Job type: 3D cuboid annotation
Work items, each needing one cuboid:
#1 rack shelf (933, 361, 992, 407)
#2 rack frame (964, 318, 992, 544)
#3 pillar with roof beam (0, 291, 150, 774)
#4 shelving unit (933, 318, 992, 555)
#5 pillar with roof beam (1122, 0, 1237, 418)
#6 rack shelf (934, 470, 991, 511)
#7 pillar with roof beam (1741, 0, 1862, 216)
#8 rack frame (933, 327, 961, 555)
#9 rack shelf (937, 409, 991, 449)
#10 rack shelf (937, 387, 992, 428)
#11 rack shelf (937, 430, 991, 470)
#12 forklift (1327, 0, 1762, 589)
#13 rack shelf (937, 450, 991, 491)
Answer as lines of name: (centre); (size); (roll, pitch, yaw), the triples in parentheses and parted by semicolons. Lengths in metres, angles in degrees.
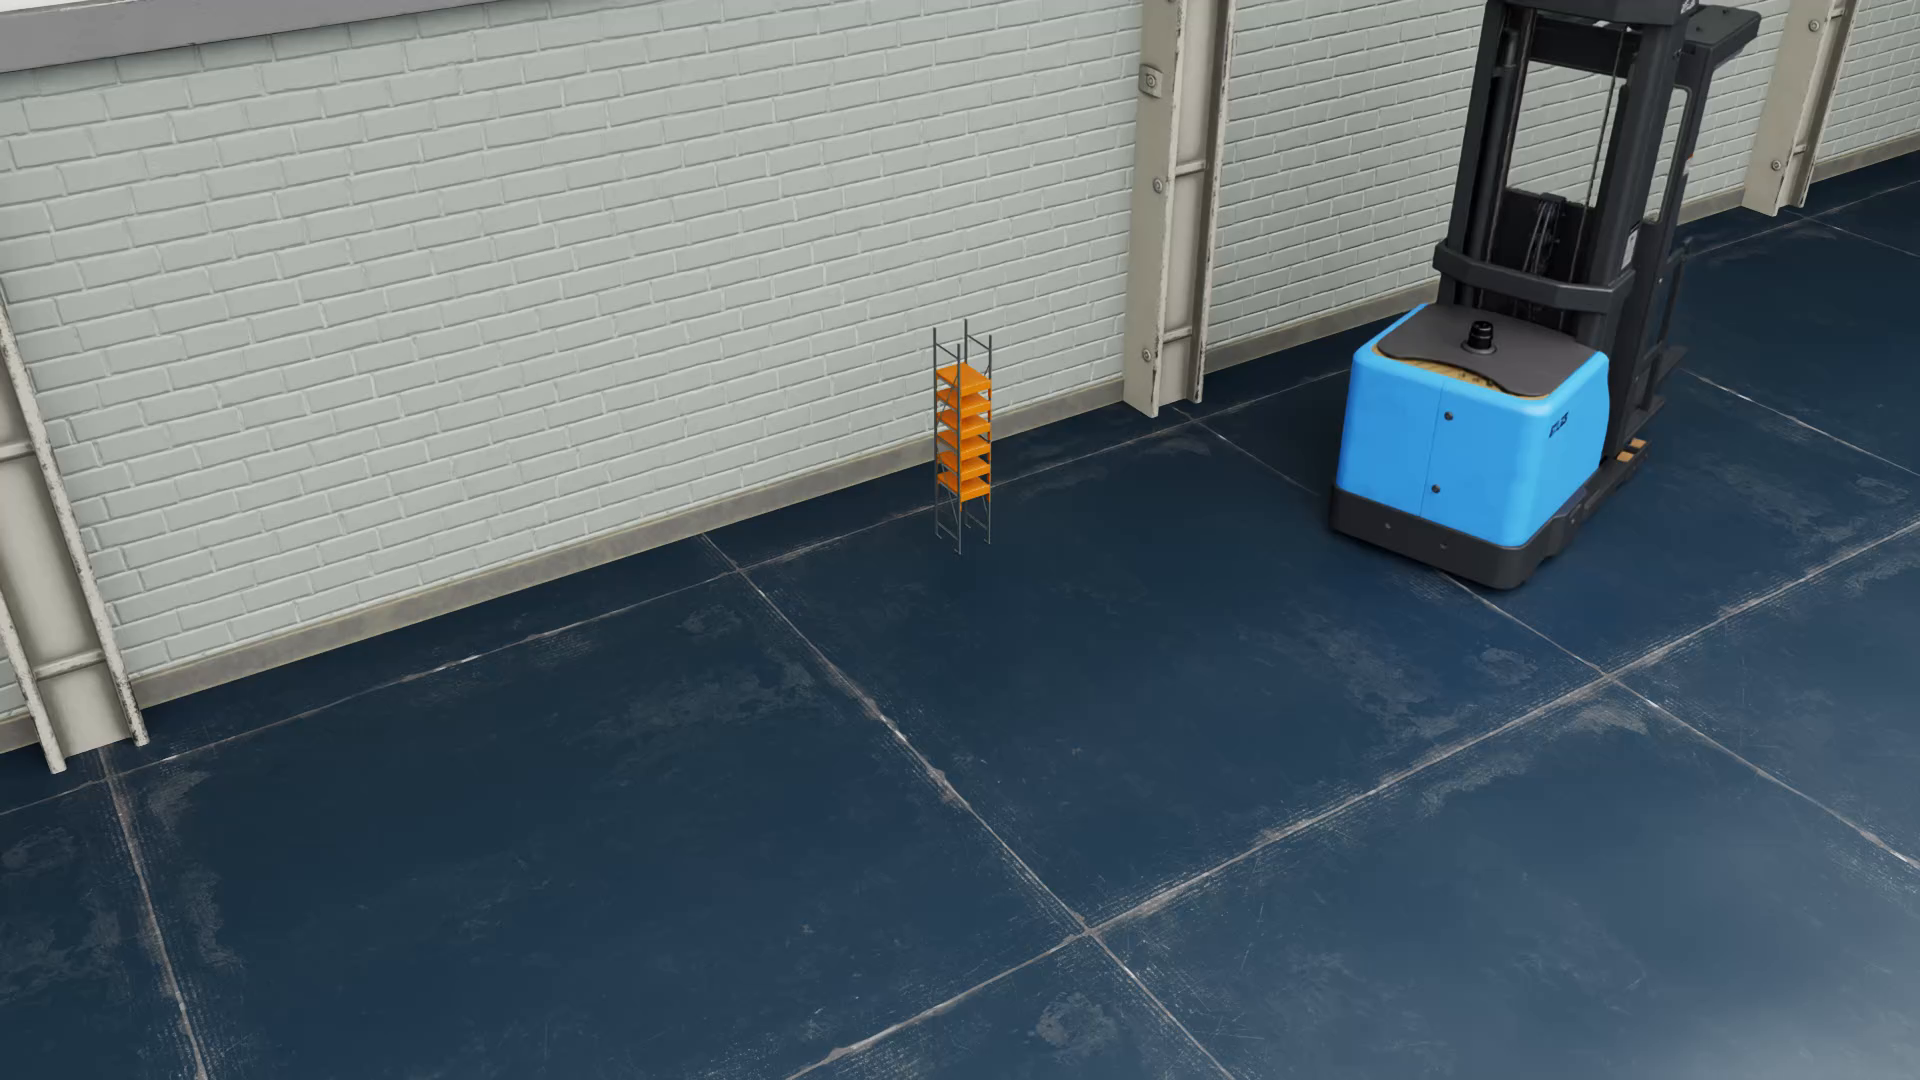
rack shelf: (0.012, -0.779, 8.268); (0.180, 0.103, 0.258); (-19, 37, -27)
rack frame: (0.089, -0.538, 8.478); (0.006, 1.200, 0.240); (-19, 37, -27)
pillar with roof beam: (-1.489, -0.994, 1.892); (0.400, 9.000, 9.100); (-19, 37, -27)
shelving unit: (0.012, -0.512, 8.437); (0.189, 1.200, 0.258); (-19, 37, -27)
pillar with roof beam: (3.554, -2.729, 4.641); (0.400, 9.000, 9.100); (-19, 37, -27)
rack shelf: (0.012, -0.271, 8.588); (0.180, 0.103, 0.258); (-19, 37, -27)
pillar with roof beam: (8.597, -4.463, 7.390); (0.400, 9.000, 9.100); (-19, 37, -27)
rack frame: (-0.065, -0.485, 8.395); (0.006, 1.200, 0.240); (-19, 37, -27)
rack shelf: (0.012, -0.576, 8.396); (0.180, 0.103, 0.258); (-19, 37, -27)
rack shelf: (0.012, -0.677, 8.332); (0.180, 0.103, 0.258); (-19, 37, -27)
rack shelf: (0.012, -0.474, 8.460); (0.180, 0.103, 0.258); (-19, 37, -27)
forklift: (3.252, -1.716, 8.723); (1.130, 2.935, 3.031); (23, 39, 32)
rack shelf: (0.012, -0.373, 8.524); (0.180, 0.103, 0.258); (-19, 37, -27)
